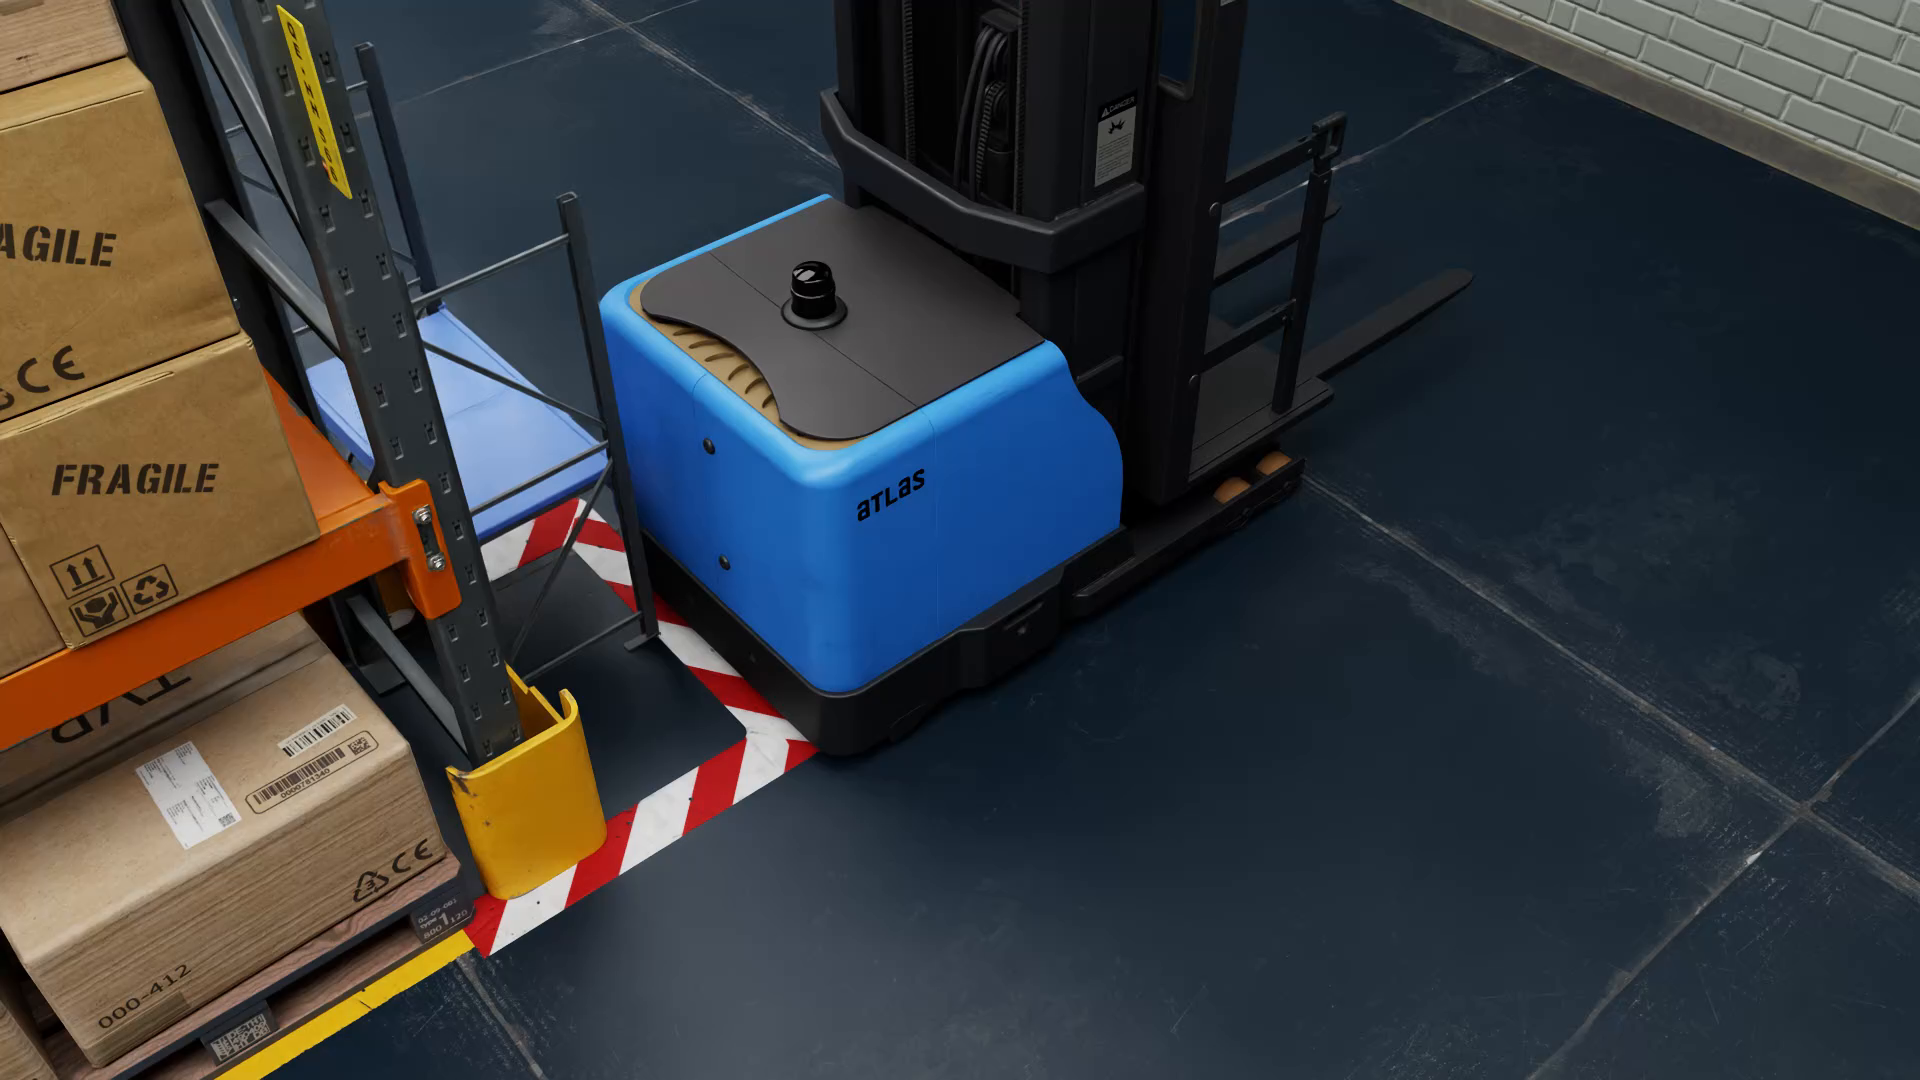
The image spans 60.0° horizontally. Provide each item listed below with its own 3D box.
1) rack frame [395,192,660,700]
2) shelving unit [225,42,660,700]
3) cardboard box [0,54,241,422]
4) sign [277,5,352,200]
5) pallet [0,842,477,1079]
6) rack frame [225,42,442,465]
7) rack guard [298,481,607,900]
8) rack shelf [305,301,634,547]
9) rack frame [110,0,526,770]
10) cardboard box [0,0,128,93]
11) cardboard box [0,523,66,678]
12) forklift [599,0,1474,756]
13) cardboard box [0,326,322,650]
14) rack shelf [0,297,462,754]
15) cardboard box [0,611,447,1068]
[{"bbox_3d":[-1.092,-0.158,4.320,0.500,1.500,0.032,-32,52,-29],"label":"rack frame"},{"bbox_3d":[-1.431,-0.417,4.597,0.538,1.500,1.048,-32,52,-29],"label":"shelving unit"},{"bbox_3d":[-1.652,-0.587,2.880,0.500,0.500,0.500,-28,50,-27],"label":"cardboard box"},{"bbox_3d":[-1.097,-0.740,2.828,0.005,0.325,0.100,-30,51,-28],"label":"sign"},{"bbox_3d":[-1.998,0.886,4.152,1.213,0.211,1.003,-30,51,-28],"label":"pallet"},{"bbox_3d":[-1.769,-0.677,4.873,0.500,1.500,0.032,-32,52,-29],"label":"rack frame"},{"bbox_3d":[-1.416,0.378,4.482,0.348,0.500,1.175,-30,51,-28],"label":"rack guard"},{"bbox_3d":[-1.430,-0.286,4.720,0.538,0.185,1.000,-32,52,-29],"label":"rack shelf"},{"bbox_3d":[-1.435,-0.523,3.615,0.127,3.000,1.000,-30,51,-28],"label":"rack frame"},{"bbox_3d":[-1.582,-0.897,2.737,0.250,0.149,0.380,-29,50,-27],"label":"cardboard box"},{"bbox_3d":[-2.030,0.004,2.981,0.500,0.500,0.500,-31,51,-29],"label":"cardboard box"},{"bbox_3d":[0.473,-1.348,4.544,3.031,2.935,1.130,-31,51,-28],"label":"forklift"},{"bbox_3d":[-1.635,-0.208,3.208,0.500,0.500,0.500,-30,51,-28],"label":"cardboard box"},{"bbox_3d":[-2.969,0.618,2.926,4.000,0.370,1.077,-30,51,-28],"label":"rack shelf"},{"bbox_3d":[-1.877,0.601,3.984,0.875,0.438,0.875,-32,52,-29],"label":"cardboard box"}]
